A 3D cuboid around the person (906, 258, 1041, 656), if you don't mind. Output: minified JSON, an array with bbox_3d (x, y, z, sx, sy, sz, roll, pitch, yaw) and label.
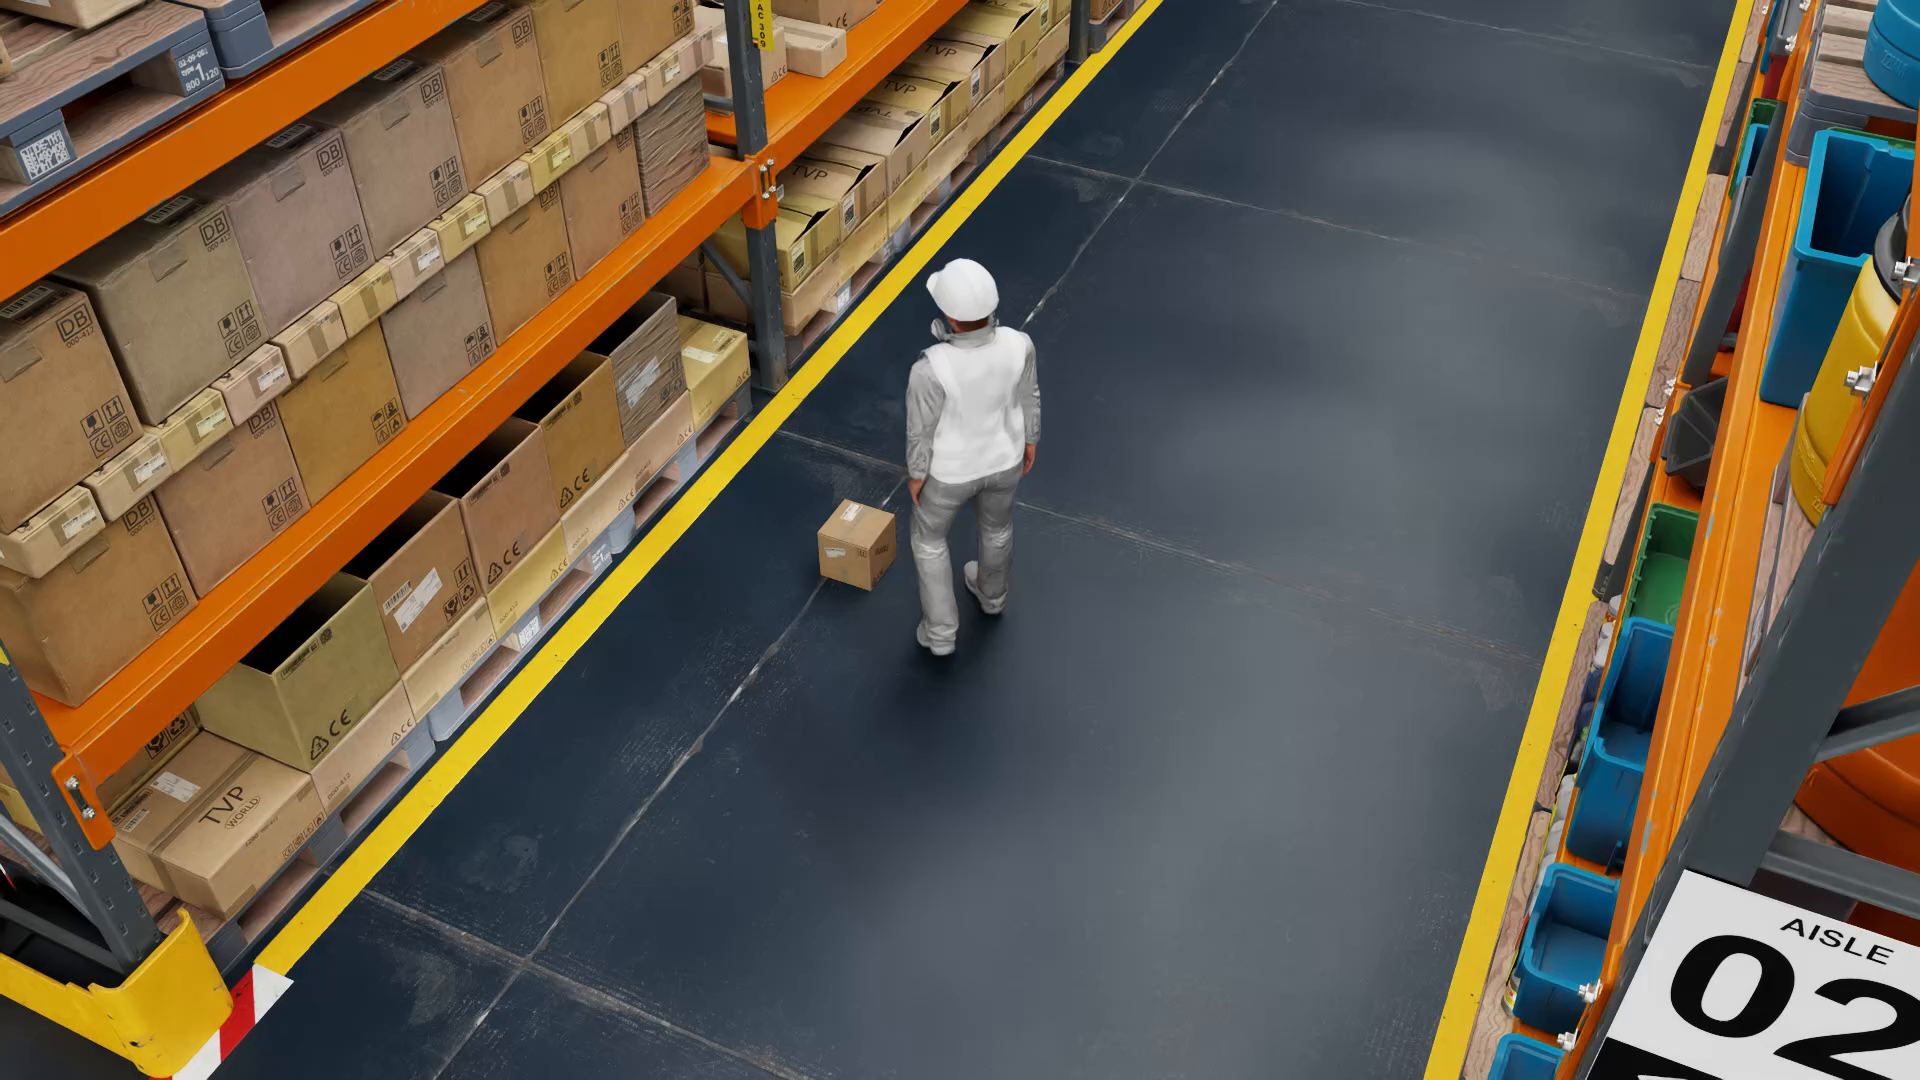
[{"bbox_3d":[0.042,-0.333,6.504,0.573,1.774,0.530,-16,44,-17],"label":"person"}]
